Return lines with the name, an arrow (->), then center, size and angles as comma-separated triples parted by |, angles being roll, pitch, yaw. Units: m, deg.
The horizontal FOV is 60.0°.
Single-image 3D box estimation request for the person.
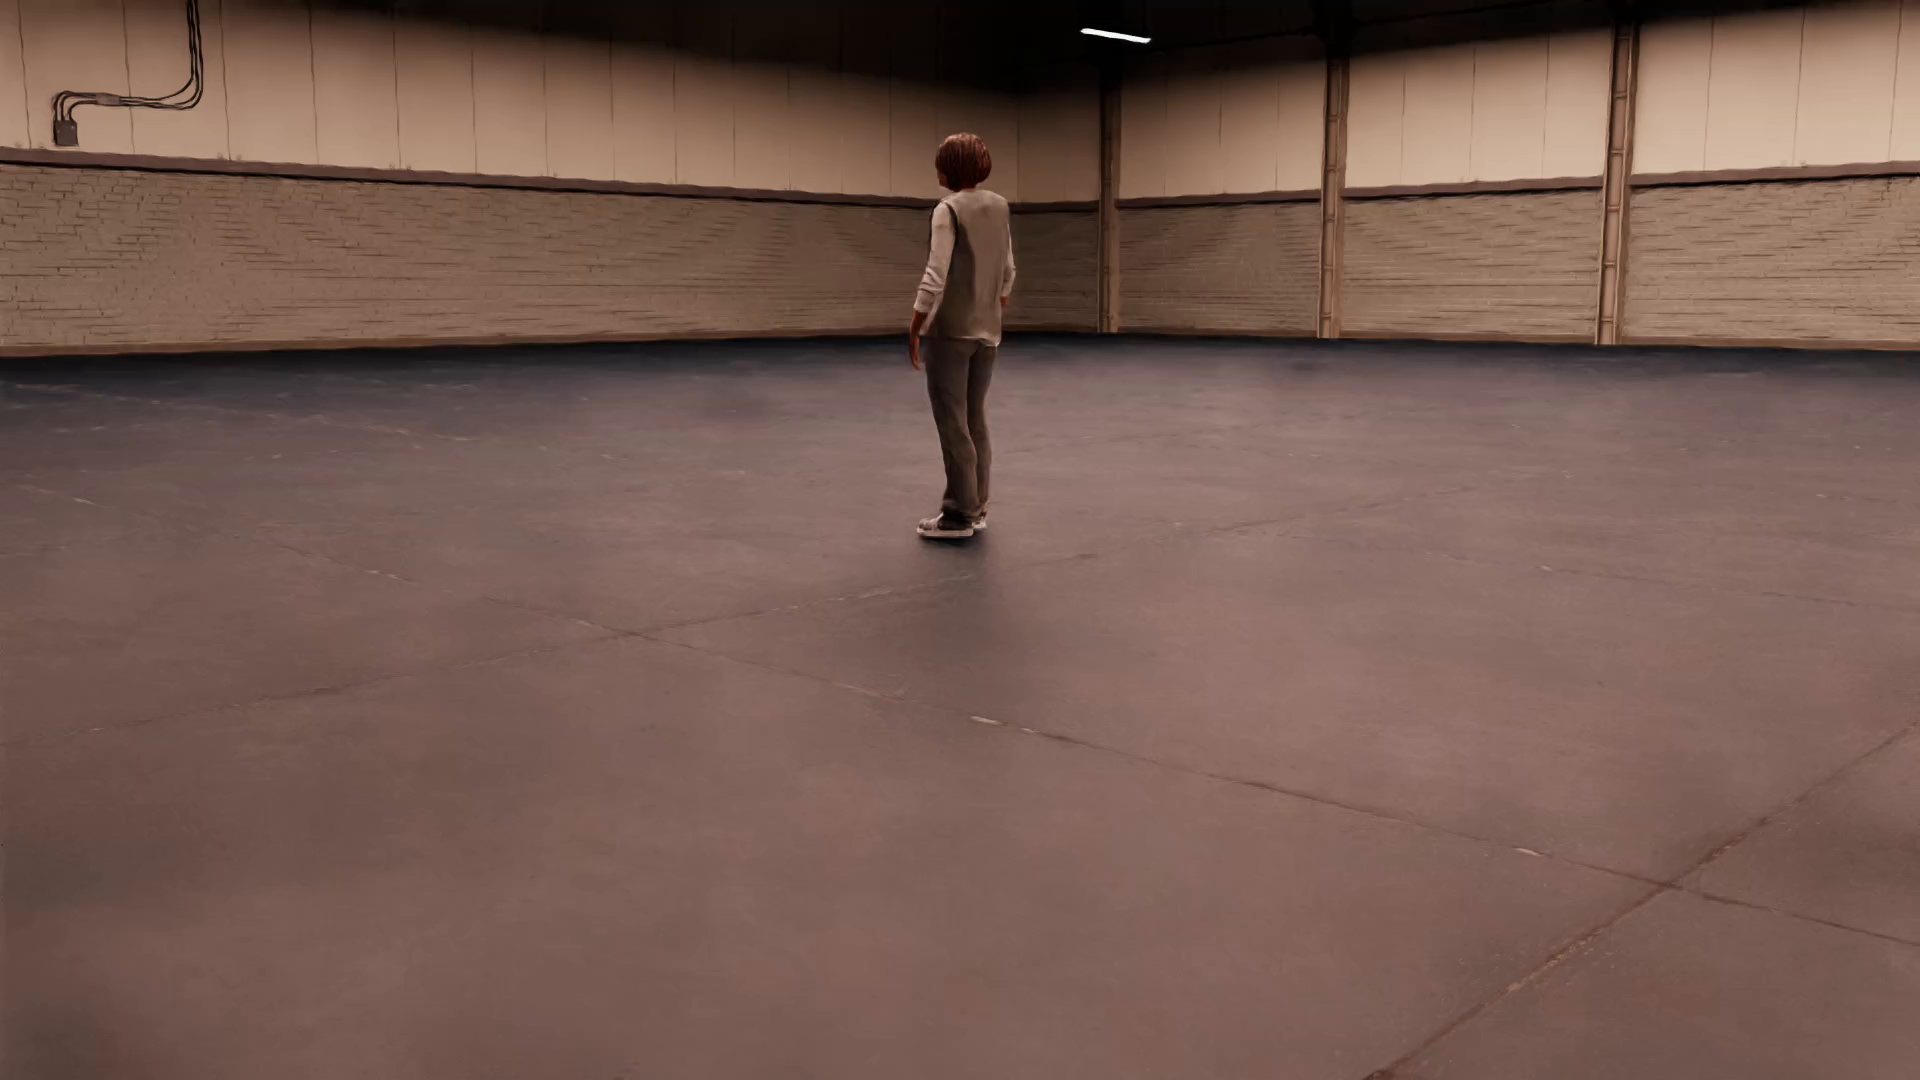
person -> -0.044, -0.806, 6.658 | 0.474, 1.597, 0.521 | 8, 12, 43
